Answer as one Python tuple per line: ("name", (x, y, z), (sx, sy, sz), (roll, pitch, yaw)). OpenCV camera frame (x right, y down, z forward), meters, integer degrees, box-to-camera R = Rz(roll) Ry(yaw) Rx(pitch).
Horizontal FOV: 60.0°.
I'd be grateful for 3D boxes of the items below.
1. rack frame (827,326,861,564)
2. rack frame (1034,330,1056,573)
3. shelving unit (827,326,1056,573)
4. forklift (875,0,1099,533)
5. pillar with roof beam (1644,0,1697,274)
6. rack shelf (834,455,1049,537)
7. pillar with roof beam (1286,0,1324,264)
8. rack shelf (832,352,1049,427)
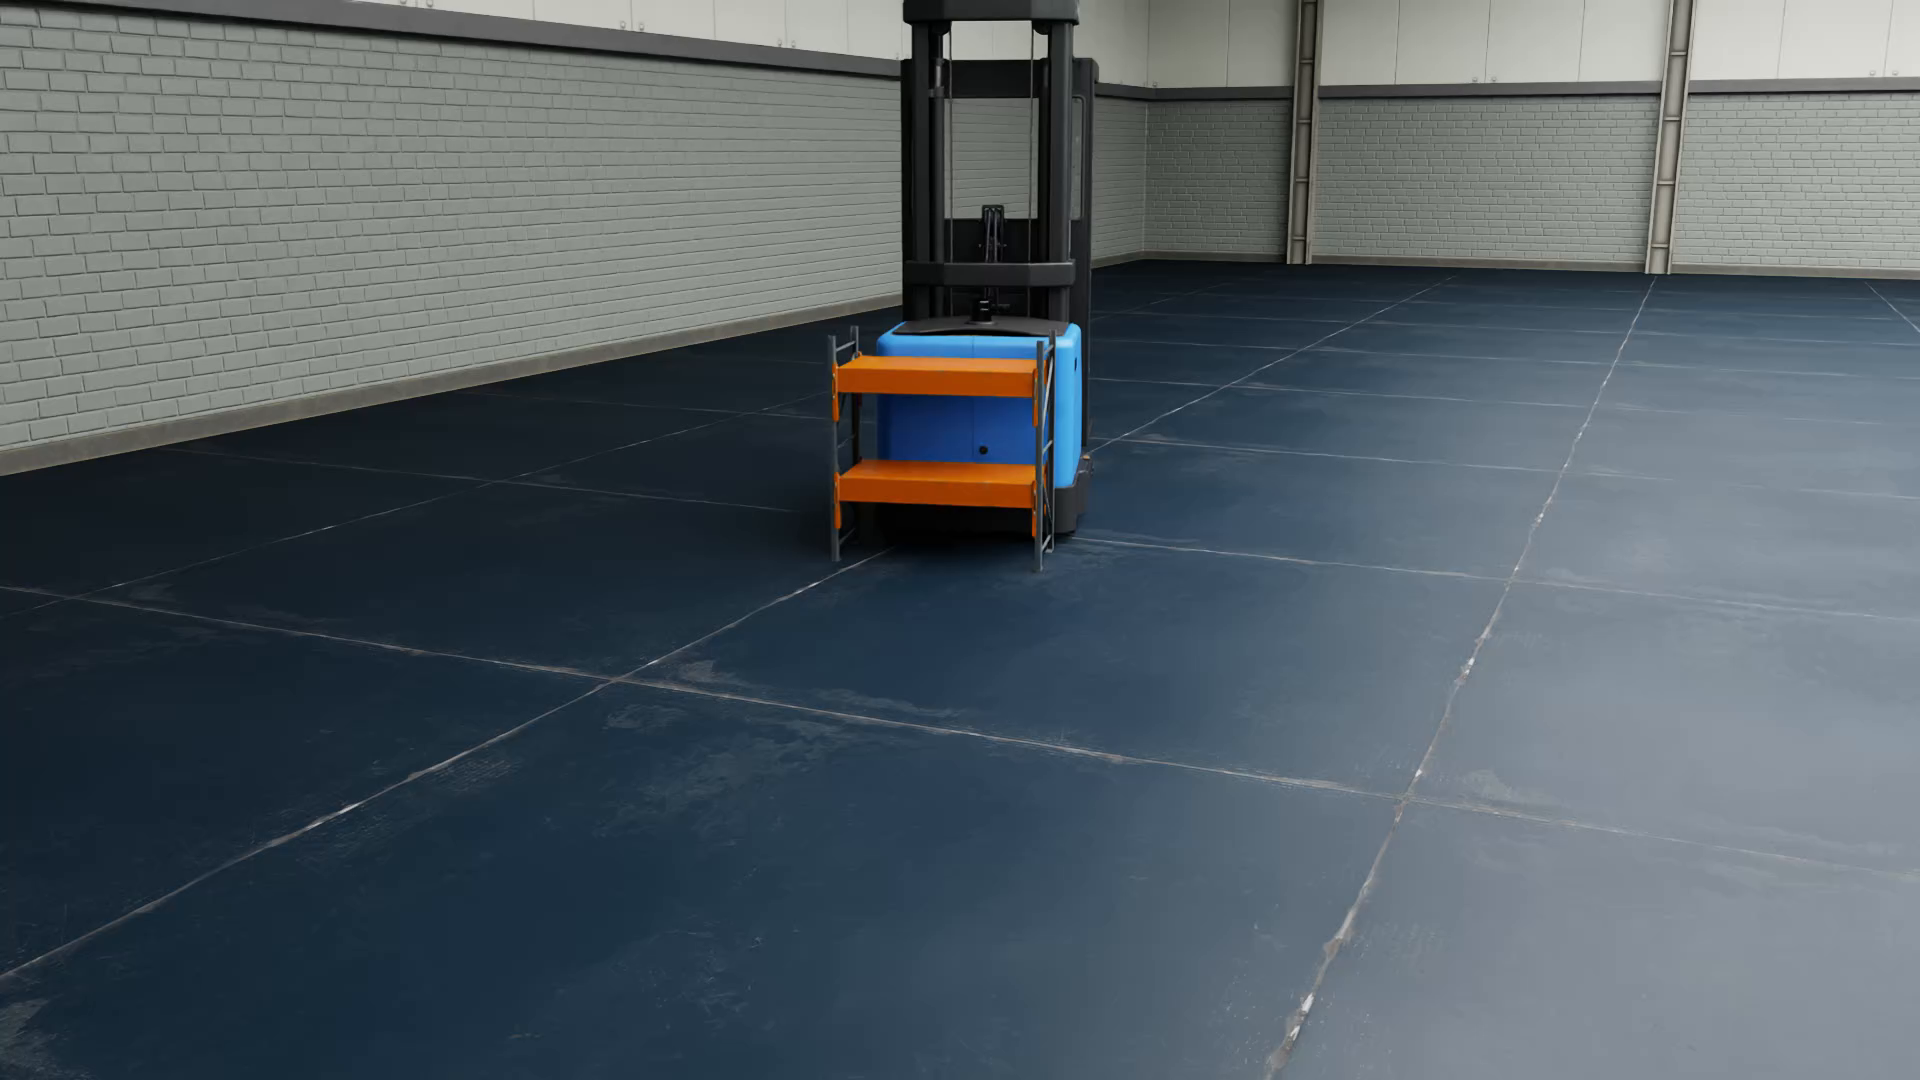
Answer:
("rack frame", (-0.580, -0.487, 8.367), (0.032, 1.125, 0.500), (2, 13, 10))
("rack frame", (0.420, -0.445, 8.188), (0.032, 1.125, 0.500), (2, 13, 10))
("shelving unit", (-0.080, -0.466, 8.278), (1.048, 1.125, 0.538), (2, 13, 10))
("forklift", (0.239, -1.746, 9.778), (1.130, 2.935, 3.031), (2, 13, 6))
("pillar with roof beam", (9.868, -7.922, 22.816), (0.400, 9.000, 9.100), (6, 14, 23))
("rack shelf", (-0.080, -0.228, 8.333), (1.000, 0.278, 0.538), (2, 13, 10))
("pillar with roof beam", (4.382, -8.477, 25.182), (0.400, 9.000, 9.100), (6, 14, 23))
("rack shelf", (-0.080, -0.751, 8.211), (1.000, 0.278, 0.538), (2, 13, 10))
